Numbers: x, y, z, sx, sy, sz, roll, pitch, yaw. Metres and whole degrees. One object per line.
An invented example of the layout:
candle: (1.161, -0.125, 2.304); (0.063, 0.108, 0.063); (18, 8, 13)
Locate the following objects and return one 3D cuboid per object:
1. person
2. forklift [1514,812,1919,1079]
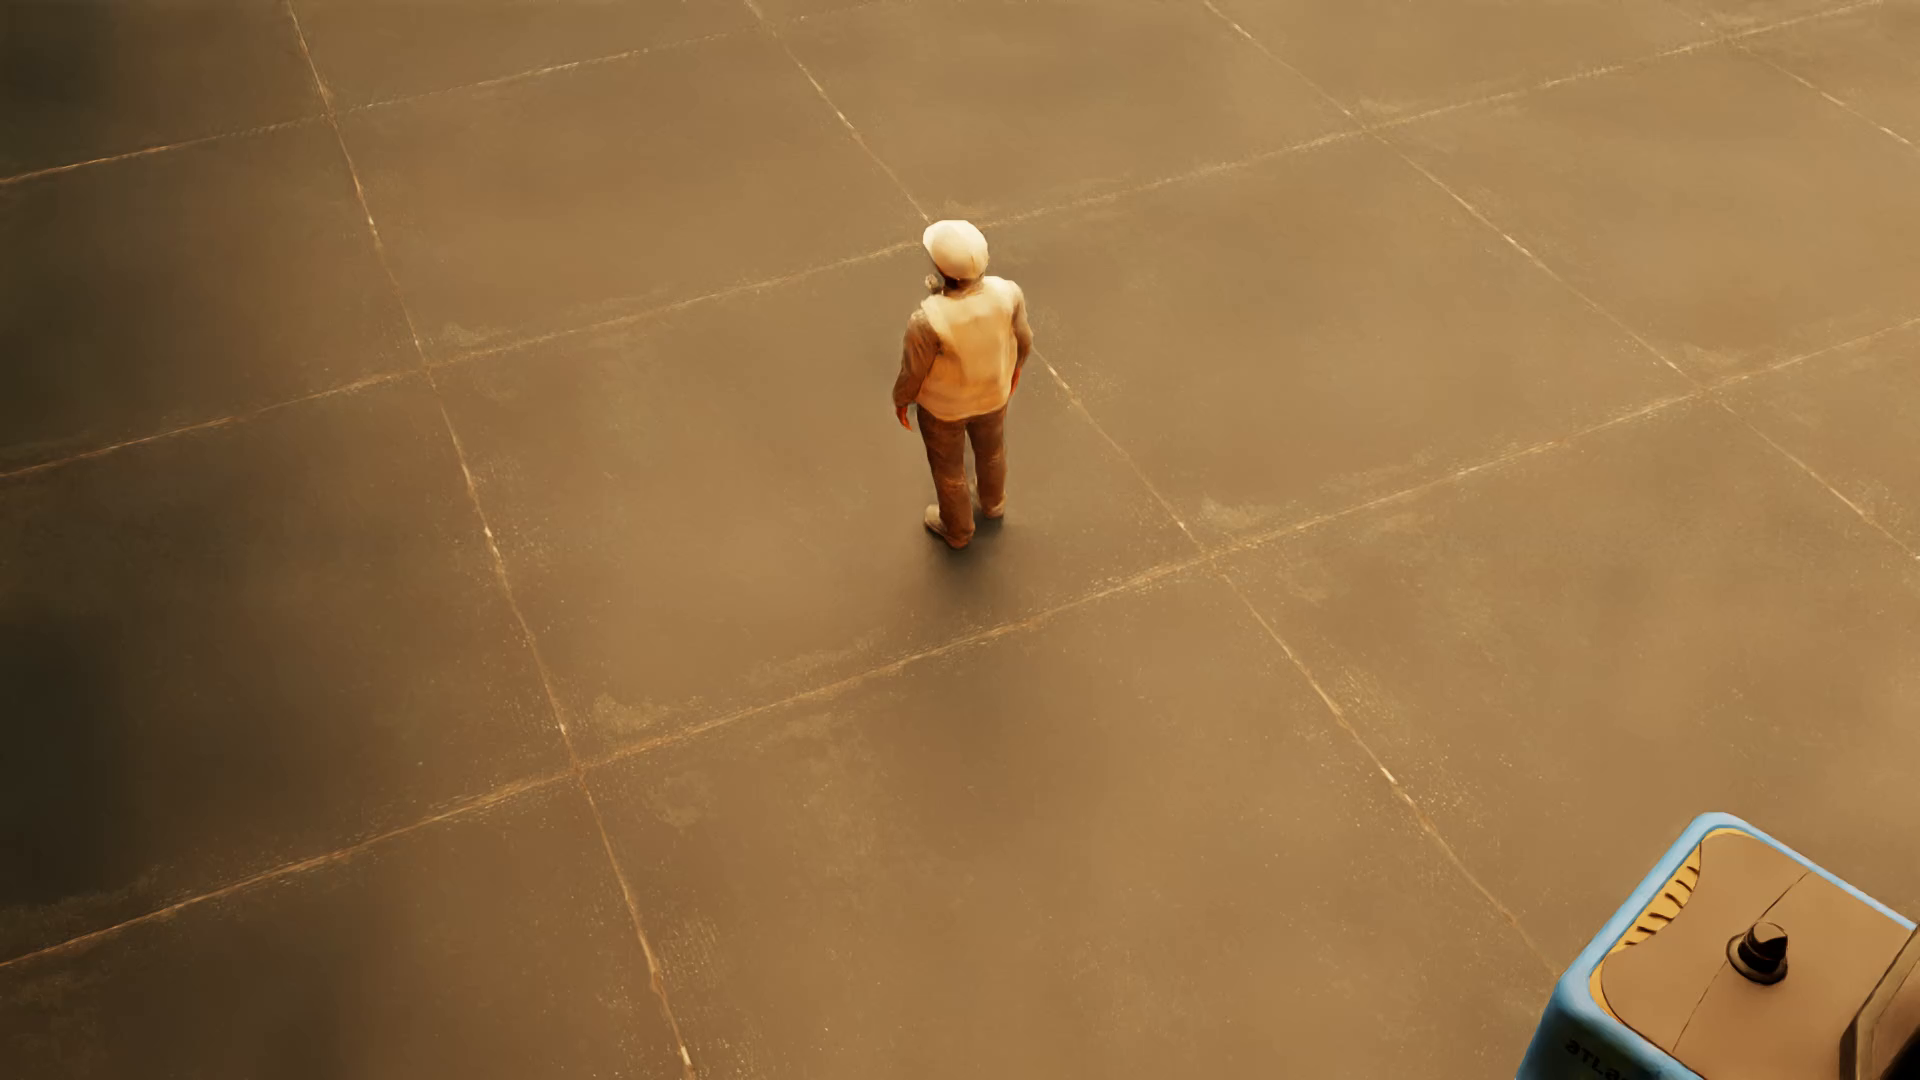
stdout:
person: (-0.019, -0.695, 7.262); (0.632, 1.773, 0.567); (-18, 46, -18)
forklift: (3.130, 1.507, 4.065); (1.130, 2.935, 3.031); (-34, 53, -31)
